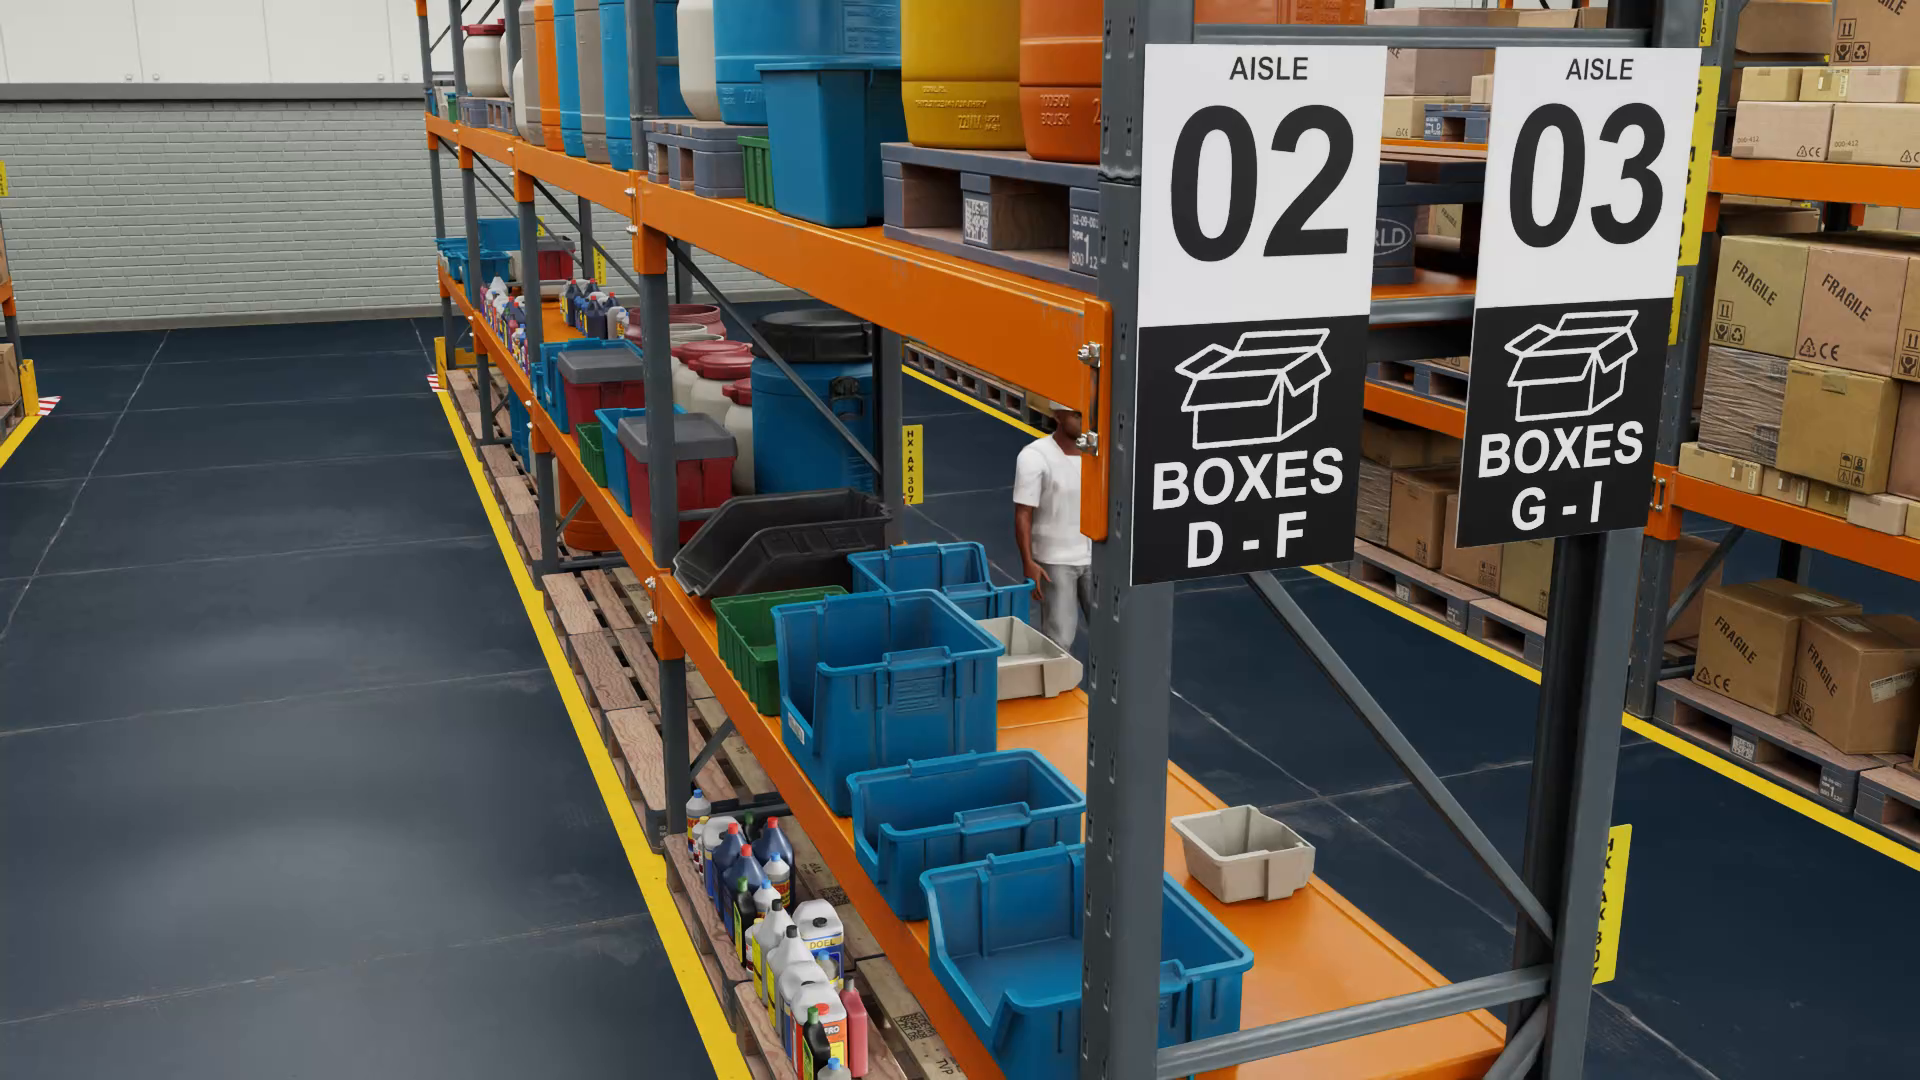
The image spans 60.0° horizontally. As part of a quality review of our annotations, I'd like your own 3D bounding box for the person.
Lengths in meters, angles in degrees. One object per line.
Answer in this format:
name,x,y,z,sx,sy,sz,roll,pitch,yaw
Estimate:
person,0.593,0.118,8.119,0.597,1.775,0.579,-9,18,-28
